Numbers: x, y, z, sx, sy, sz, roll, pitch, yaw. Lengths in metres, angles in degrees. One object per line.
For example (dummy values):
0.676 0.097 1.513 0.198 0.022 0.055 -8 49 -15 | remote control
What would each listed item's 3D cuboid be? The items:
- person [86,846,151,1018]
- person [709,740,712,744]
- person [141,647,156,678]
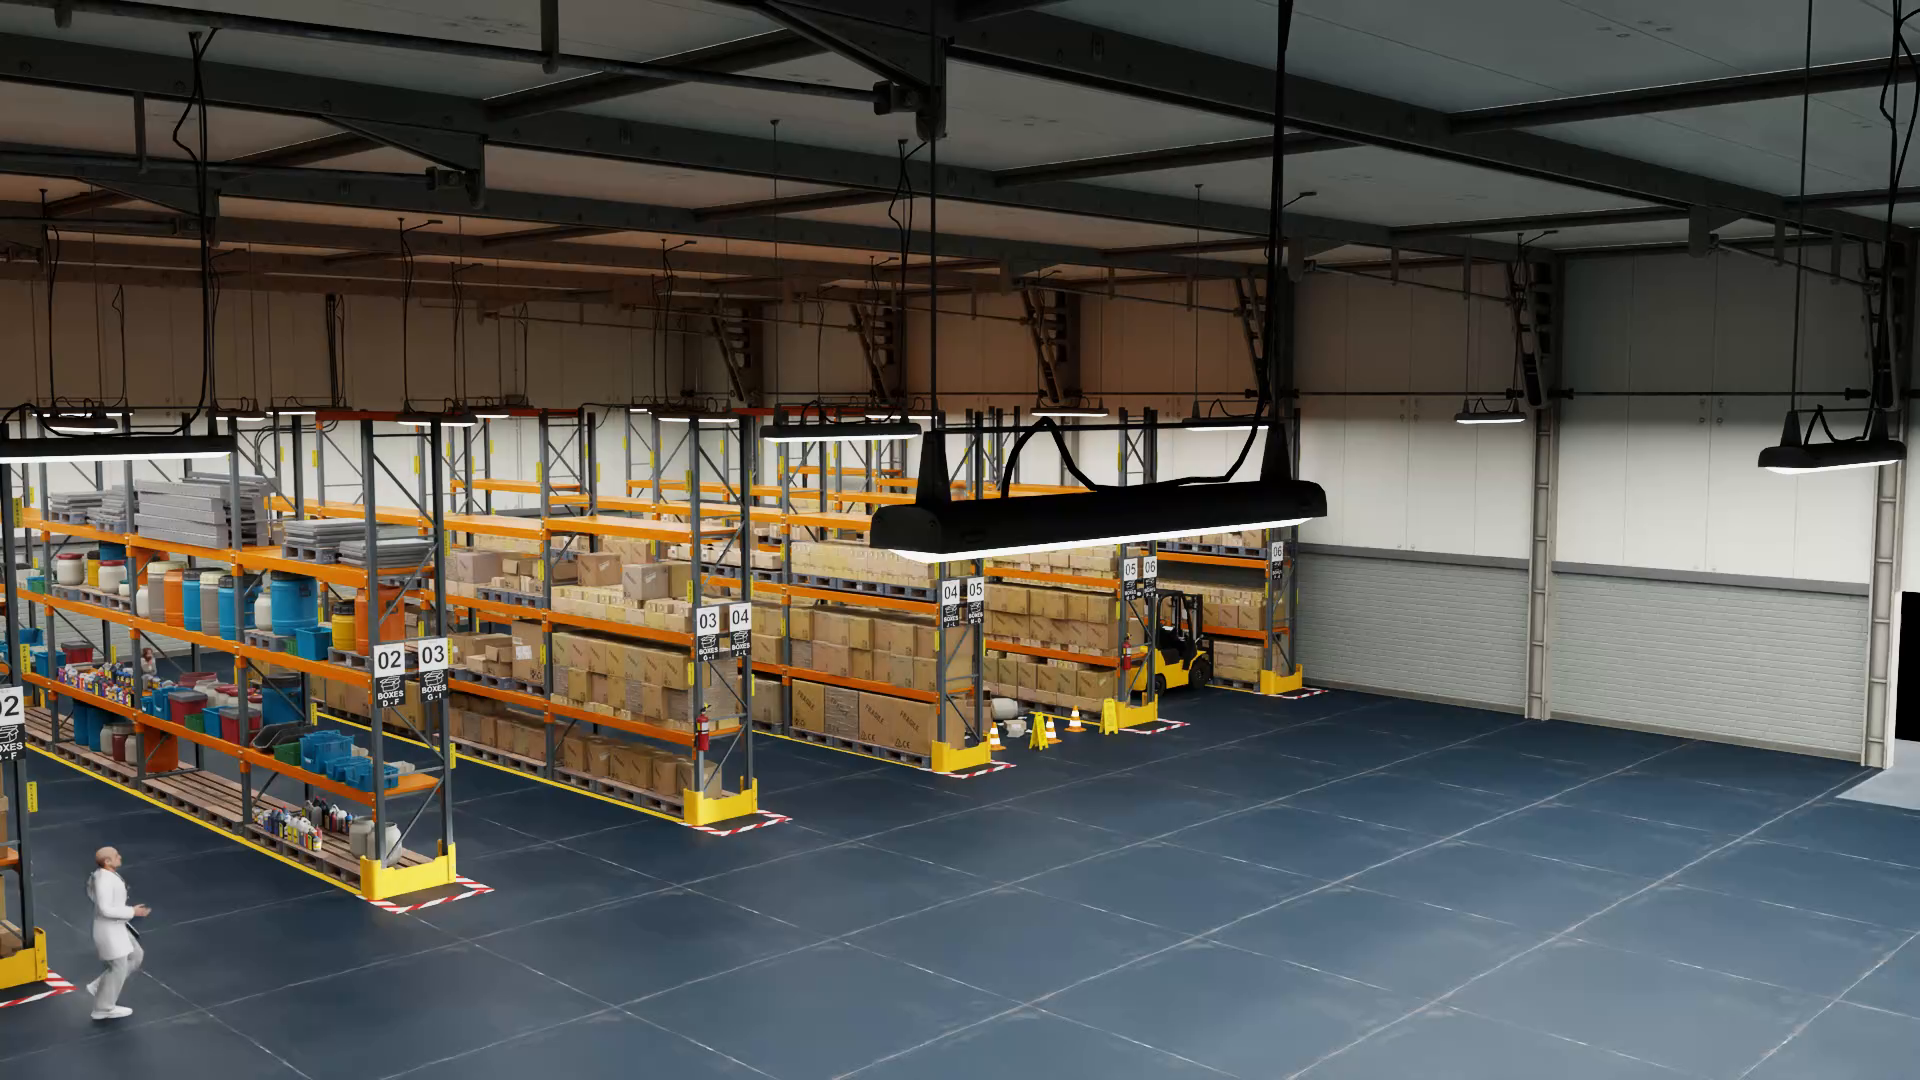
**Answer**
-8.563 3.975 16.921 0.623 1.754 0.749 -2 5 -21 | person
-4.435 2.842 29.926 0.735 1.700 0.666 3 6 27 | person
-15.563 2.778 31.816 0.699 1.491 0.527 3 6 29 | person
